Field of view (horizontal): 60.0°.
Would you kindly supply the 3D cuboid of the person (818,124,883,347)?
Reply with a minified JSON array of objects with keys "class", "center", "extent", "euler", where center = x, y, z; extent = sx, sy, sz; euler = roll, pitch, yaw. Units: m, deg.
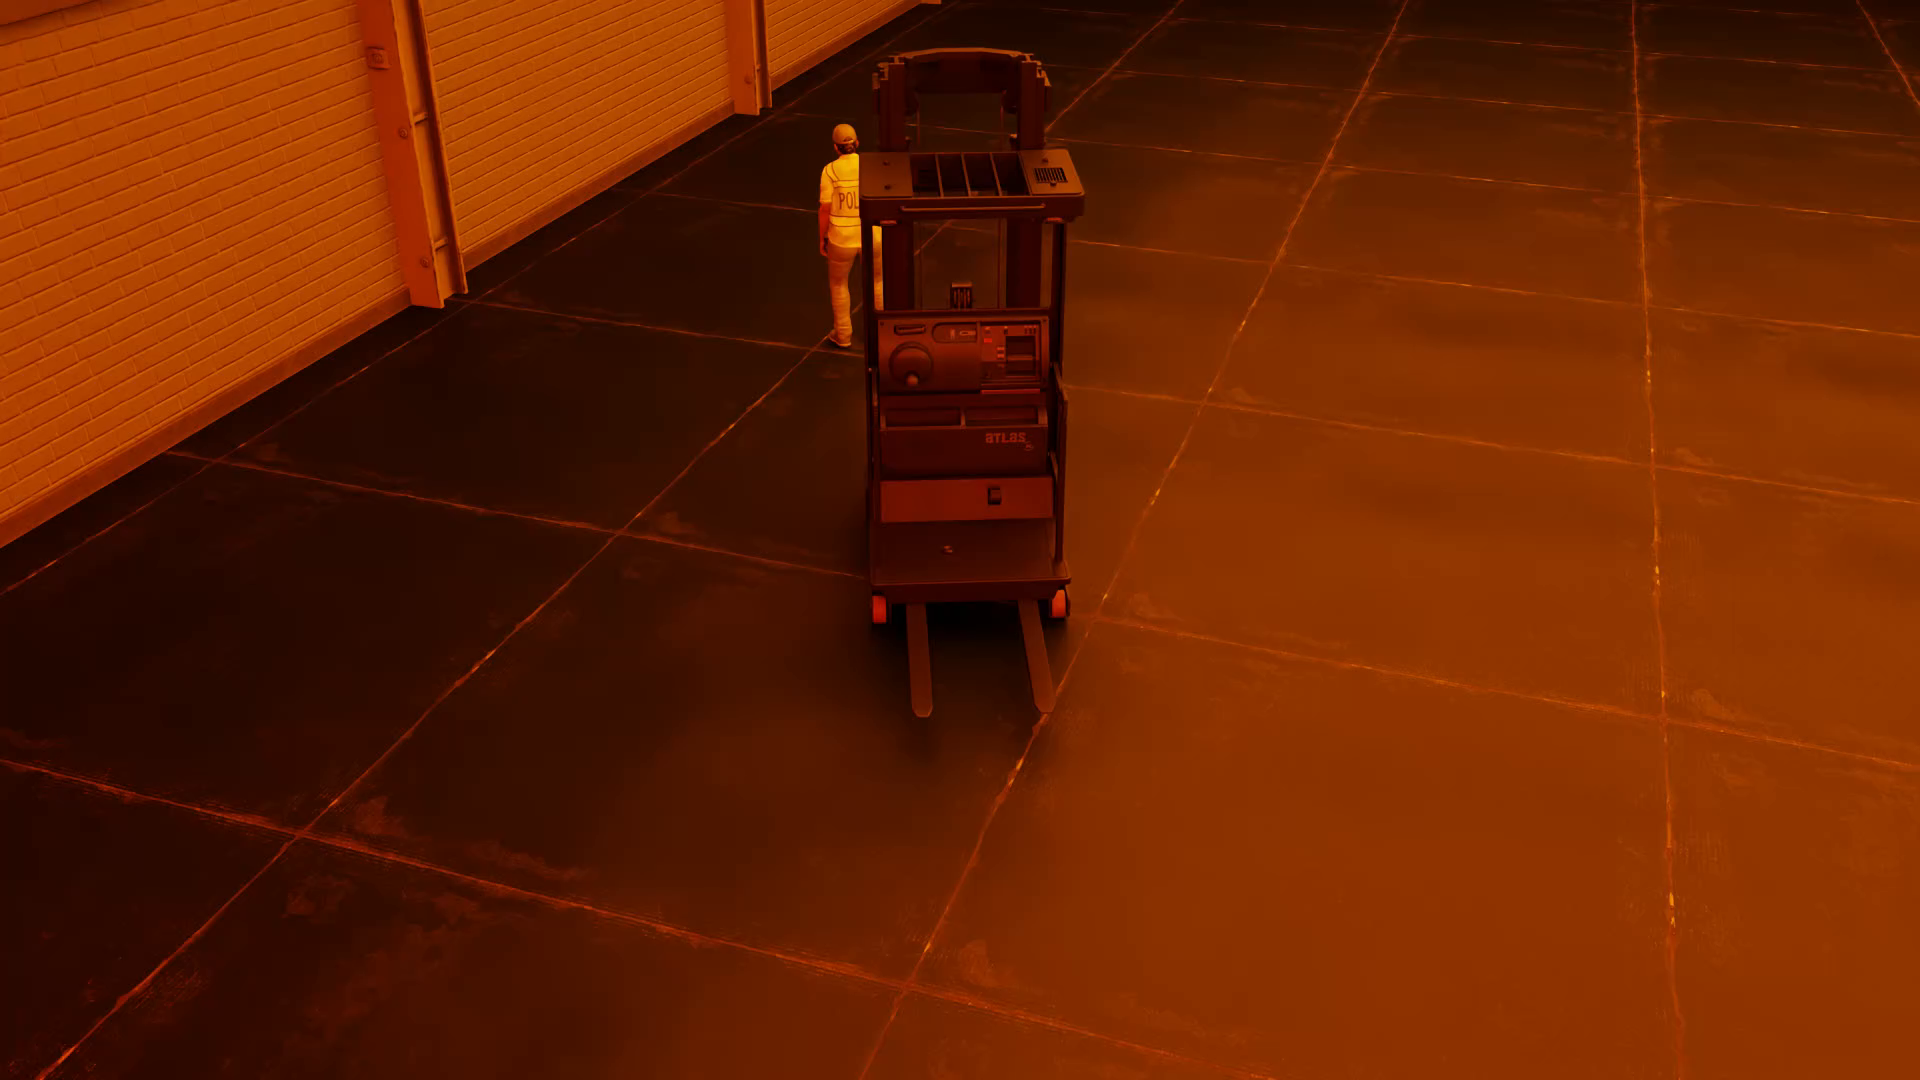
[{"class":"person","center":[-0.782,-2.255,12.374],"extent":[0.558,1.665,0.468],"euler":[-8,31,-14]}]

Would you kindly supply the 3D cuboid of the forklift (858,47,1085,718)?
[{"class":"forklift","center":[0.035,-0.972,8.842],"extent":[1.130,2.935,3.031],"euler":[-2,30,-3]}]
